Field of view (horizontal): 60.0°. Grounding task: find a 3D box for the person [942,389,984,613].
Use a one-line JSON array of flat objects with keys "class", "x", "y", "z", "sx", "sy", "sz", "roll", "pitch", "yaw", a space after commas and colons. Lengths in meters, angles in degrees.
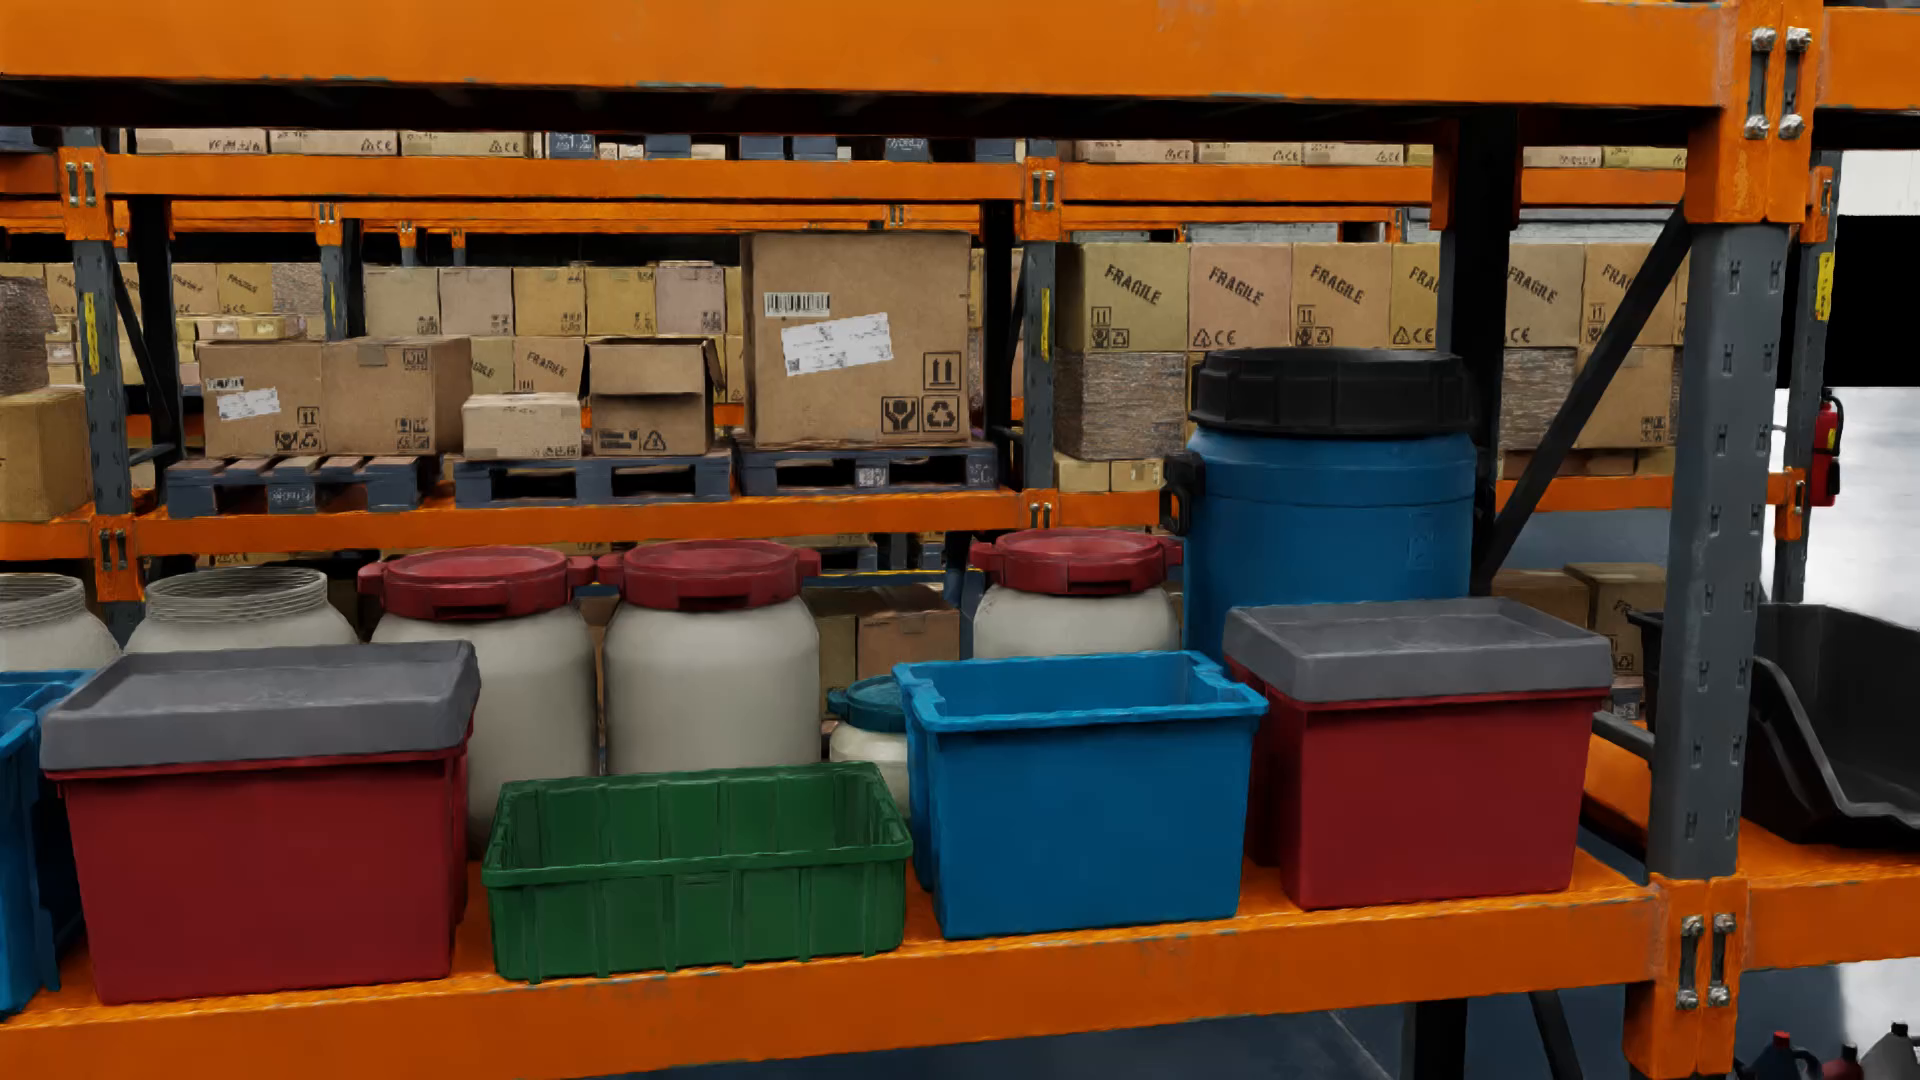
[{"class": "person", "x": 0.127, "y": -0.091, "z": 9.861, "sx": 0.546, "sy": 1.589, "sz": 0.575, "roll": 4, "pitch": 11, "yaw": 21}]
